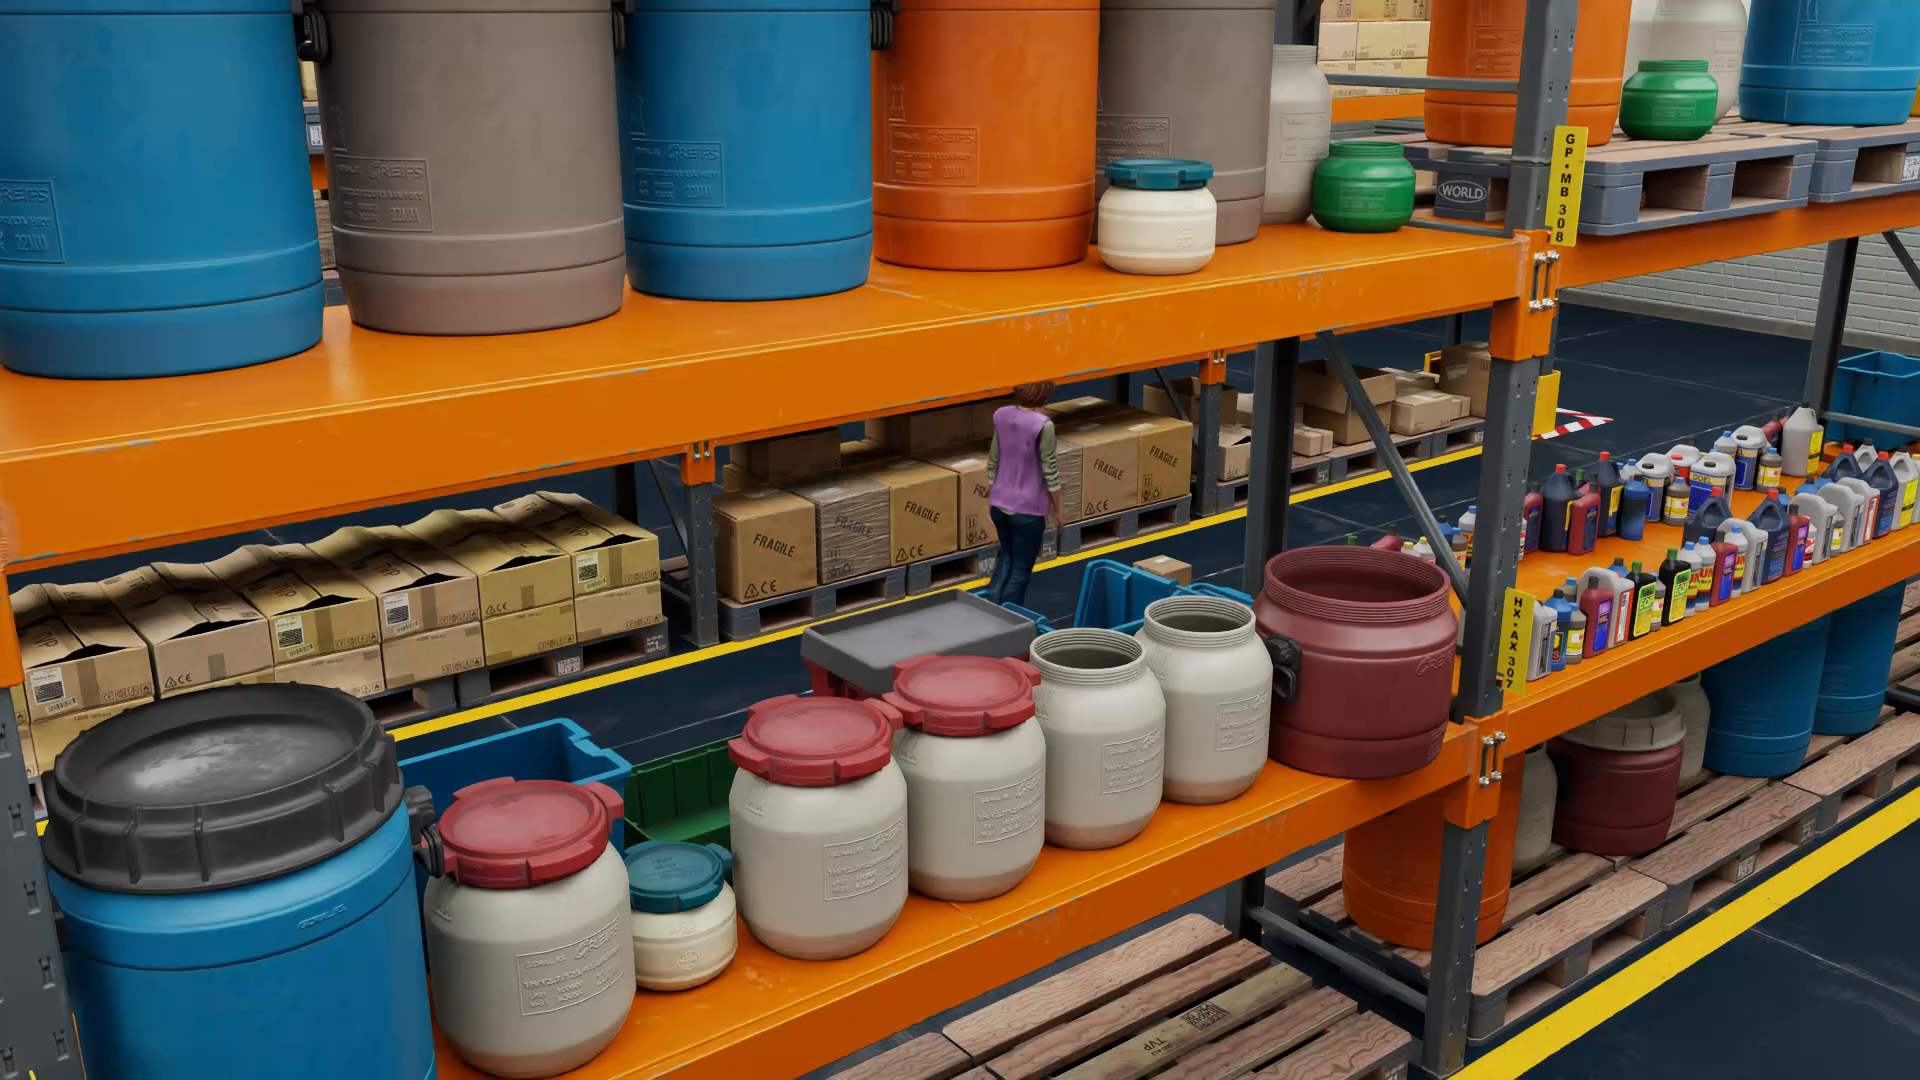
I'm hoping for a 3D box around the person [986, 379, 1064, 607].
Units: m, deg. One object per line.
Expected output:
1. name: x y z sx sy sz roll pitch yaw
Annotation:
1. person: 0.316 -0.153 8.973 0.408 1.587 0.429 -17 25 -42
